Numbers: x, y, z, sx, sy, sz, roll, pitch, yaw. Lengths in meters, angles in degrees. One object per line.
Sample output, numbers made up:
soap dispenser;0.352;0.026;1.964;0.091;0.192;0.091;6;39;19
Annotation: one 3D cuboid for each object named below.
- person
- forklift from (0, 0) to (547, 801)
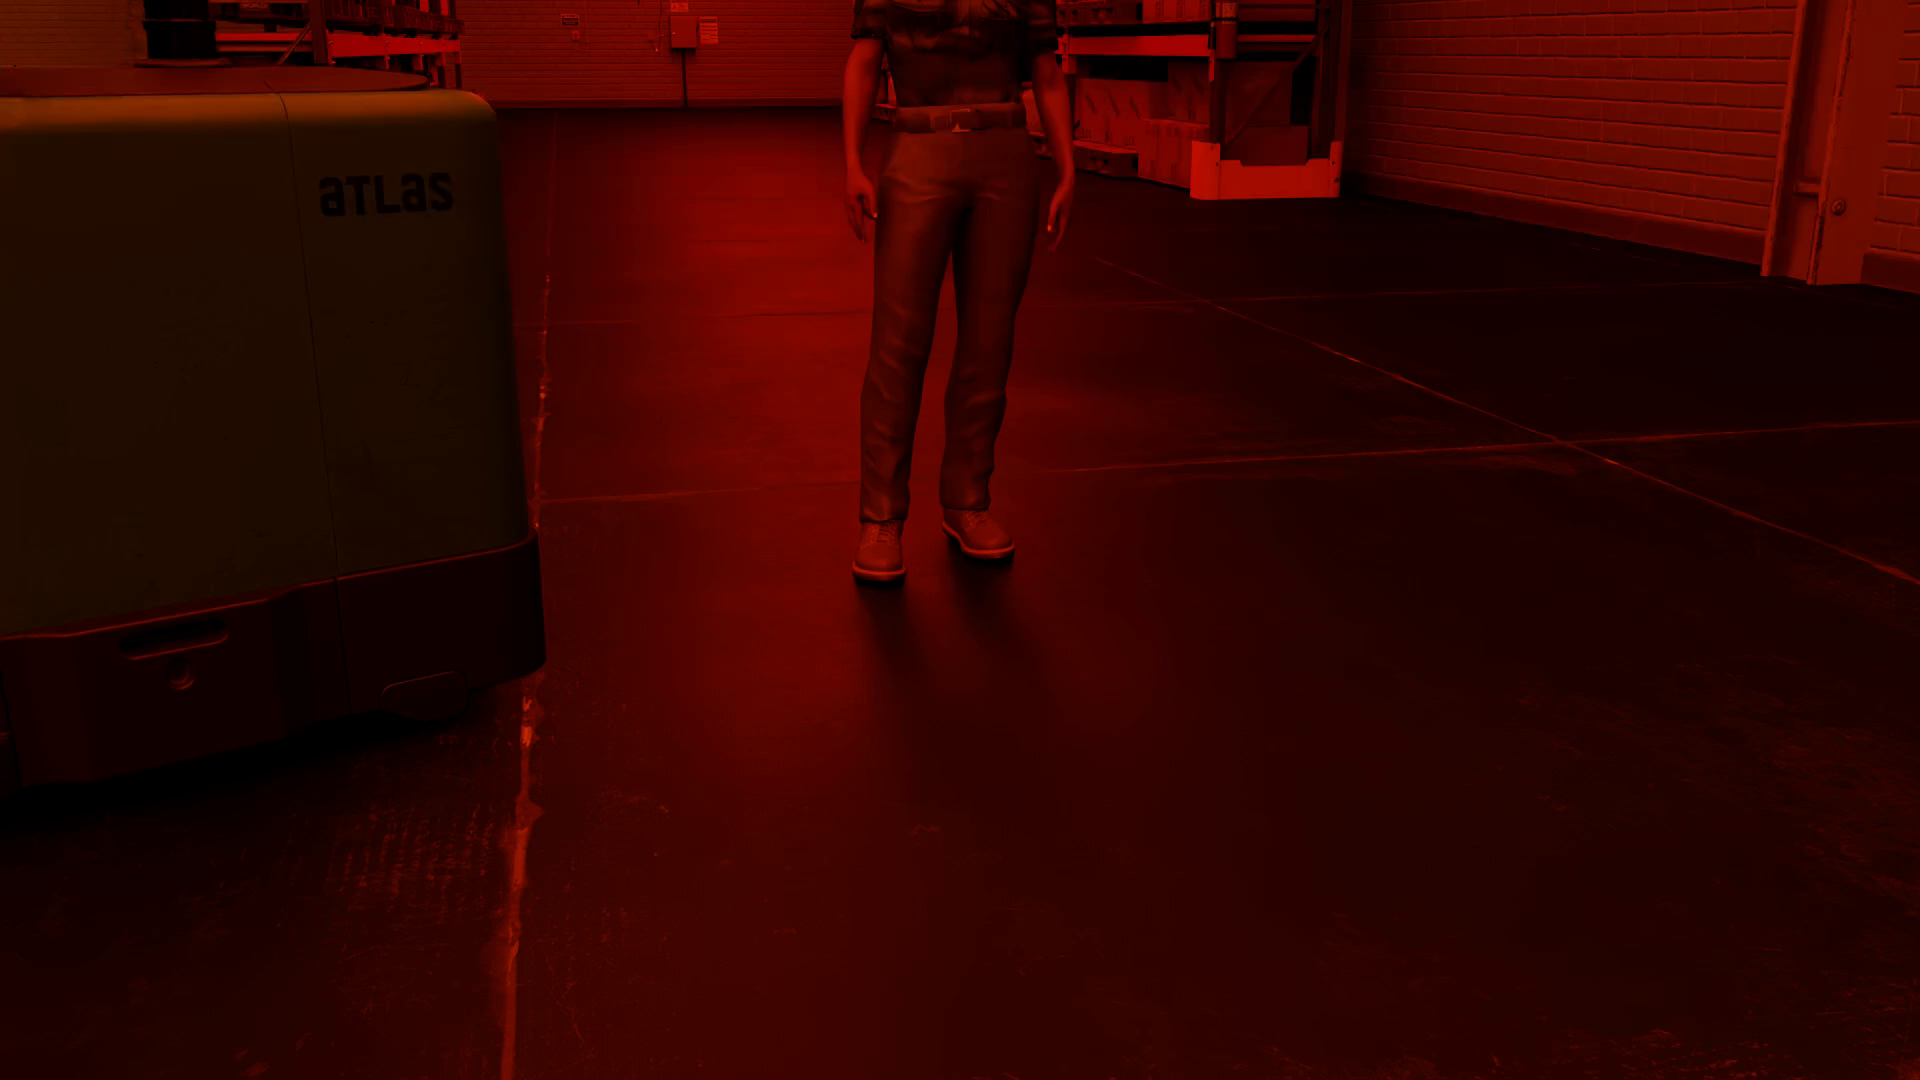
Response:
person;0.000;-0.775;3.691;0.569;1.656;0.503;-4;17;-12
forklift;-2.242;-0.973;2.142;3.031;2.935;1.130;-12;20;-34
